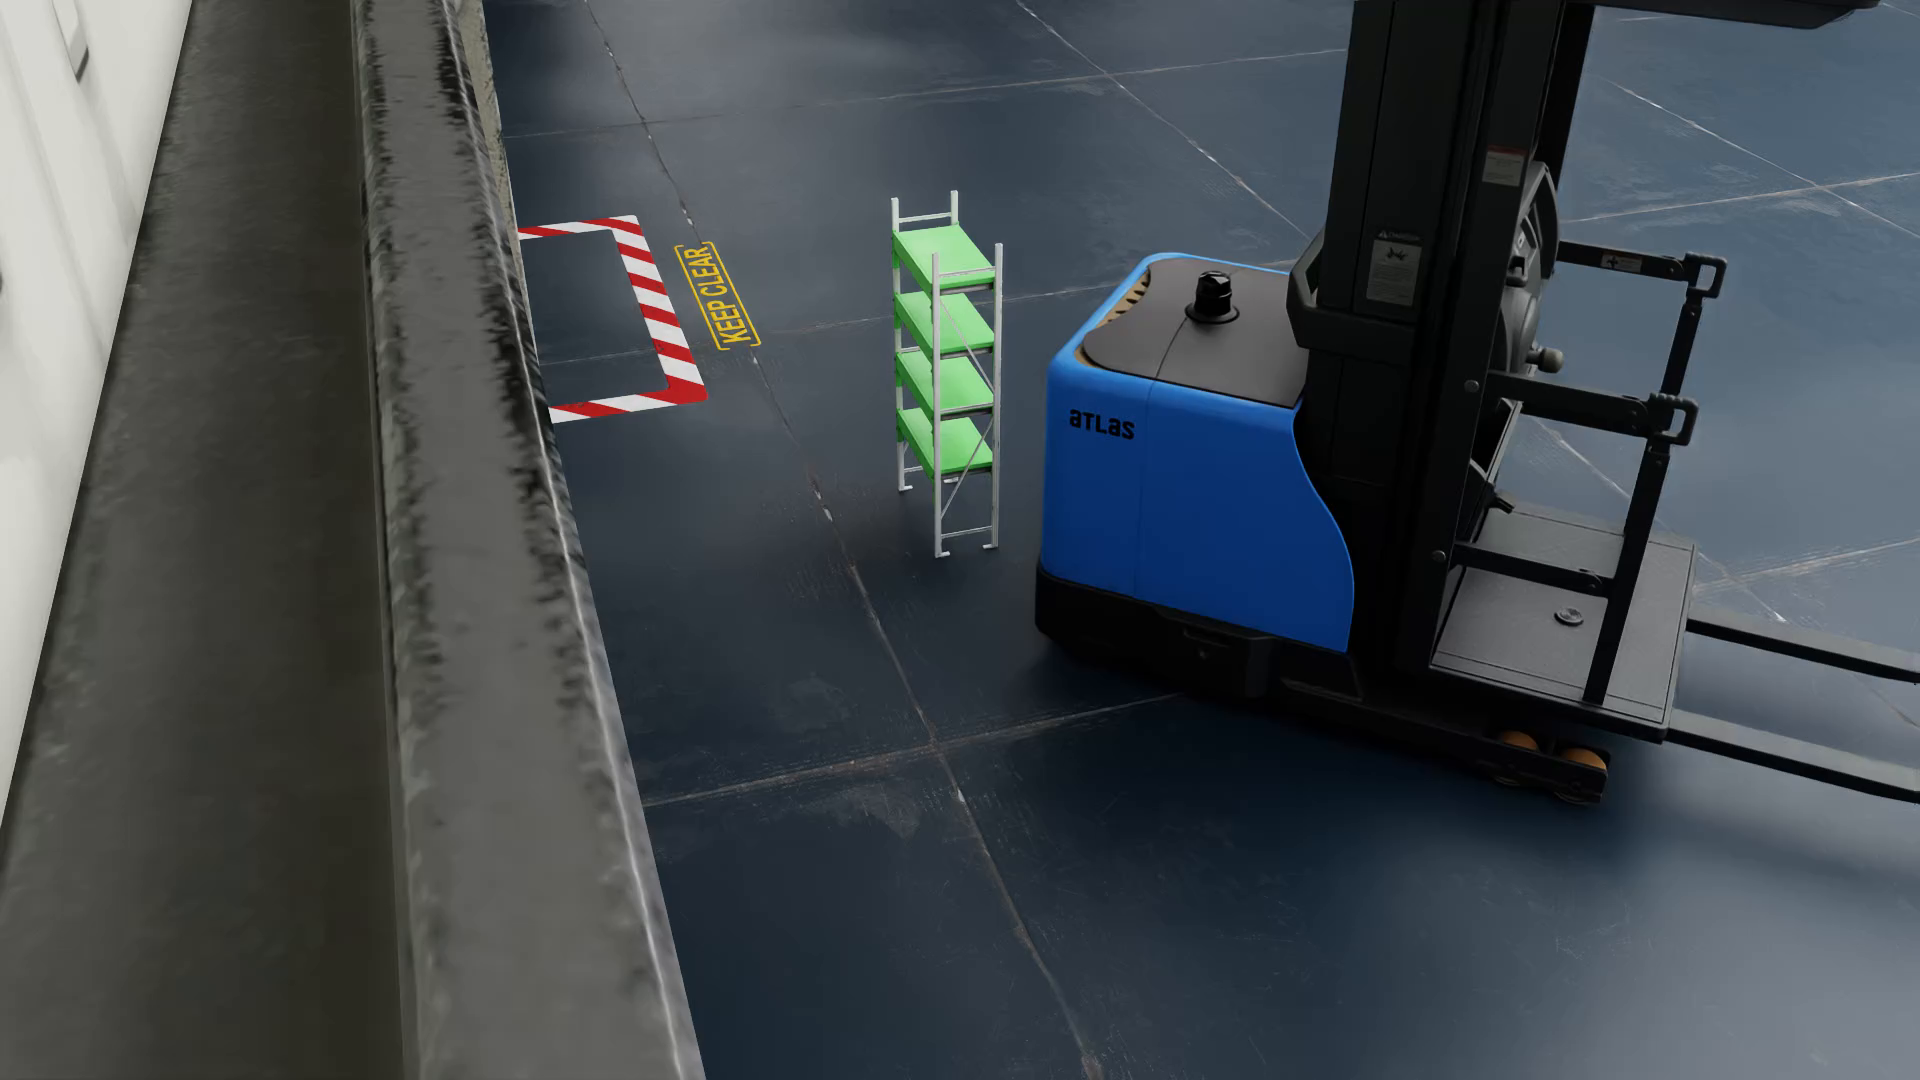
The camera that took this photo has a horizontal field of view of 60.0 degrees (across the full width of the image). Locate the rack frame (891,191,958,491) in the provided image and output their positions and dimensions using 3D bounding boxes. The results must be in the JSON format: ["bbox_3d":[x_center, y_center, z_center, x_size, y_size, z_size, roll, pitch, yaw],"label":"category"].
[{"bbox_3d":[-0.125,-0.716,6.198,0.240,1.200,0.015,-10,35,-15],"label":"rack frame"}]

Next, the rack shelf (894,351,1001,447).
[{"bbox_3d":[-0.050,-0.534,6.039,0.258,0.148,0.480,-10,35,-15],"label":"rack shelf"}]

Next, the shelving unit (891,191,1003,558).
[{"bbox_3d":[-0.050,-0.587,6.004,0.258,1.200,0.503,-10,35,-15],"label":"shelving unit"}]

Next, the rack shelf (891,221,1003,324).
[{"bbox_3d":[-0.050,-0.935,5.775,0.258,0.148,0.480,-10,35,-15],"label":"rack shelf"}]

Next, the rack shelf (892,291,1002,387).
[{"bbox_3d":[-0.050,-0.734,5.907,0.258,0.148,0.480,-10,35,-15],"label":"rack shelf"}]

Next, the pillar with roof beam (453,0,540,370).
[{"bbox_3d":[2.897,-3.635,3.543,9.100,9.000,0.400,-10,35,-15],"label":"pillar with roof beam"}]

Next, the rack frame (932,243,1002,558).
[{"bbox_3d":[0.024,-0.459,5.810,0.240,1.200,0.015,-10,35,-15],"label":"rack frame"}]

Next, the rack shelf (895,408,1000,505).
[{"bbox_3d":[-0.050,-0.334,6.172,0.258,0.148,0.480,-10,35,-15],"label":"rack shelf"}]

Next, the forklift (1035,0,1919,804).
[{"bbox_3d":[1.813,-0.764,4.701,3.031,2.935,1.130,14,36,21],"label":"forklift"}]
